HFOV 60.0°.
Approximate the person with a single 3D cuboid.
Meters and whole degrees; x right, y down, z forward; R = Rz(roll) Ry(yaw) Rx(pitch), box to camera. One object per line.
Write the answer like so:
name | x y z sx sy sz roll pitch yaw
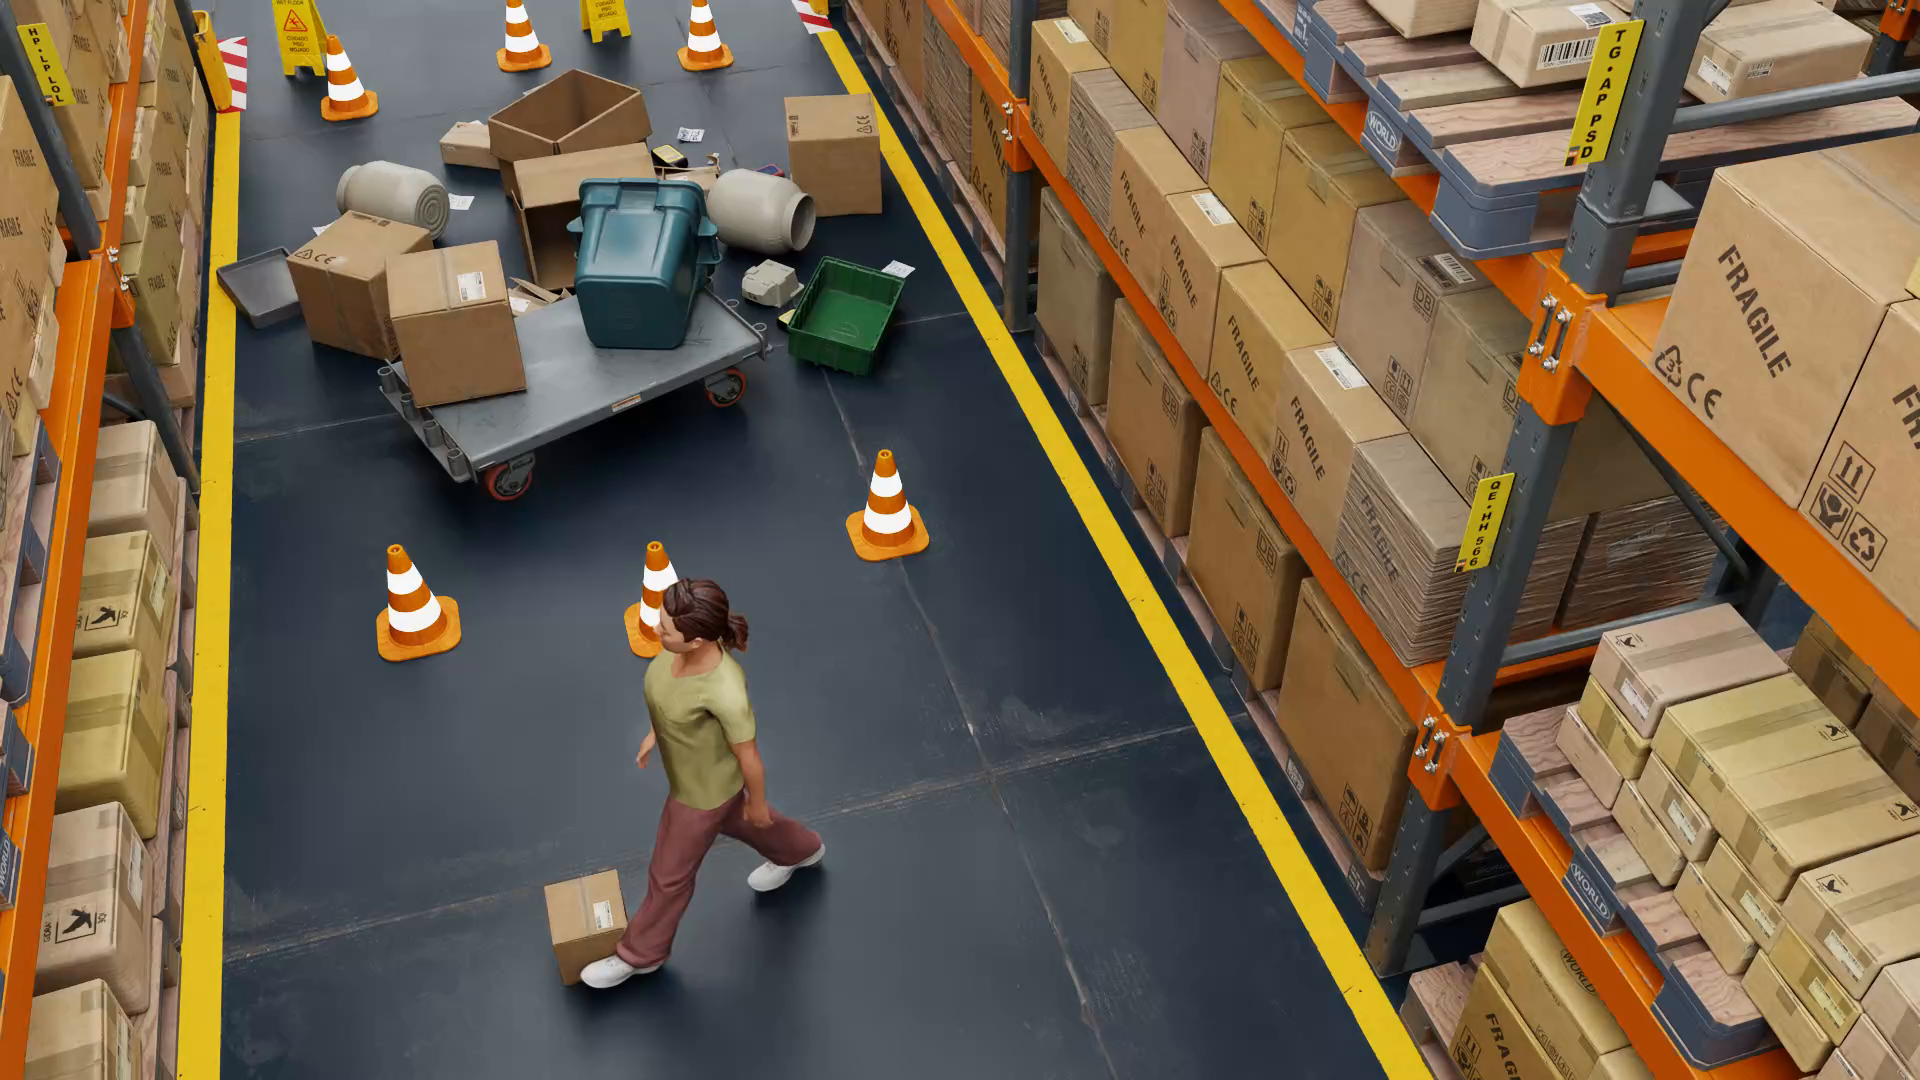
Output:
person | -0.893 0.752 5.355 0.954 1.625 0.464 -17 45 -18
